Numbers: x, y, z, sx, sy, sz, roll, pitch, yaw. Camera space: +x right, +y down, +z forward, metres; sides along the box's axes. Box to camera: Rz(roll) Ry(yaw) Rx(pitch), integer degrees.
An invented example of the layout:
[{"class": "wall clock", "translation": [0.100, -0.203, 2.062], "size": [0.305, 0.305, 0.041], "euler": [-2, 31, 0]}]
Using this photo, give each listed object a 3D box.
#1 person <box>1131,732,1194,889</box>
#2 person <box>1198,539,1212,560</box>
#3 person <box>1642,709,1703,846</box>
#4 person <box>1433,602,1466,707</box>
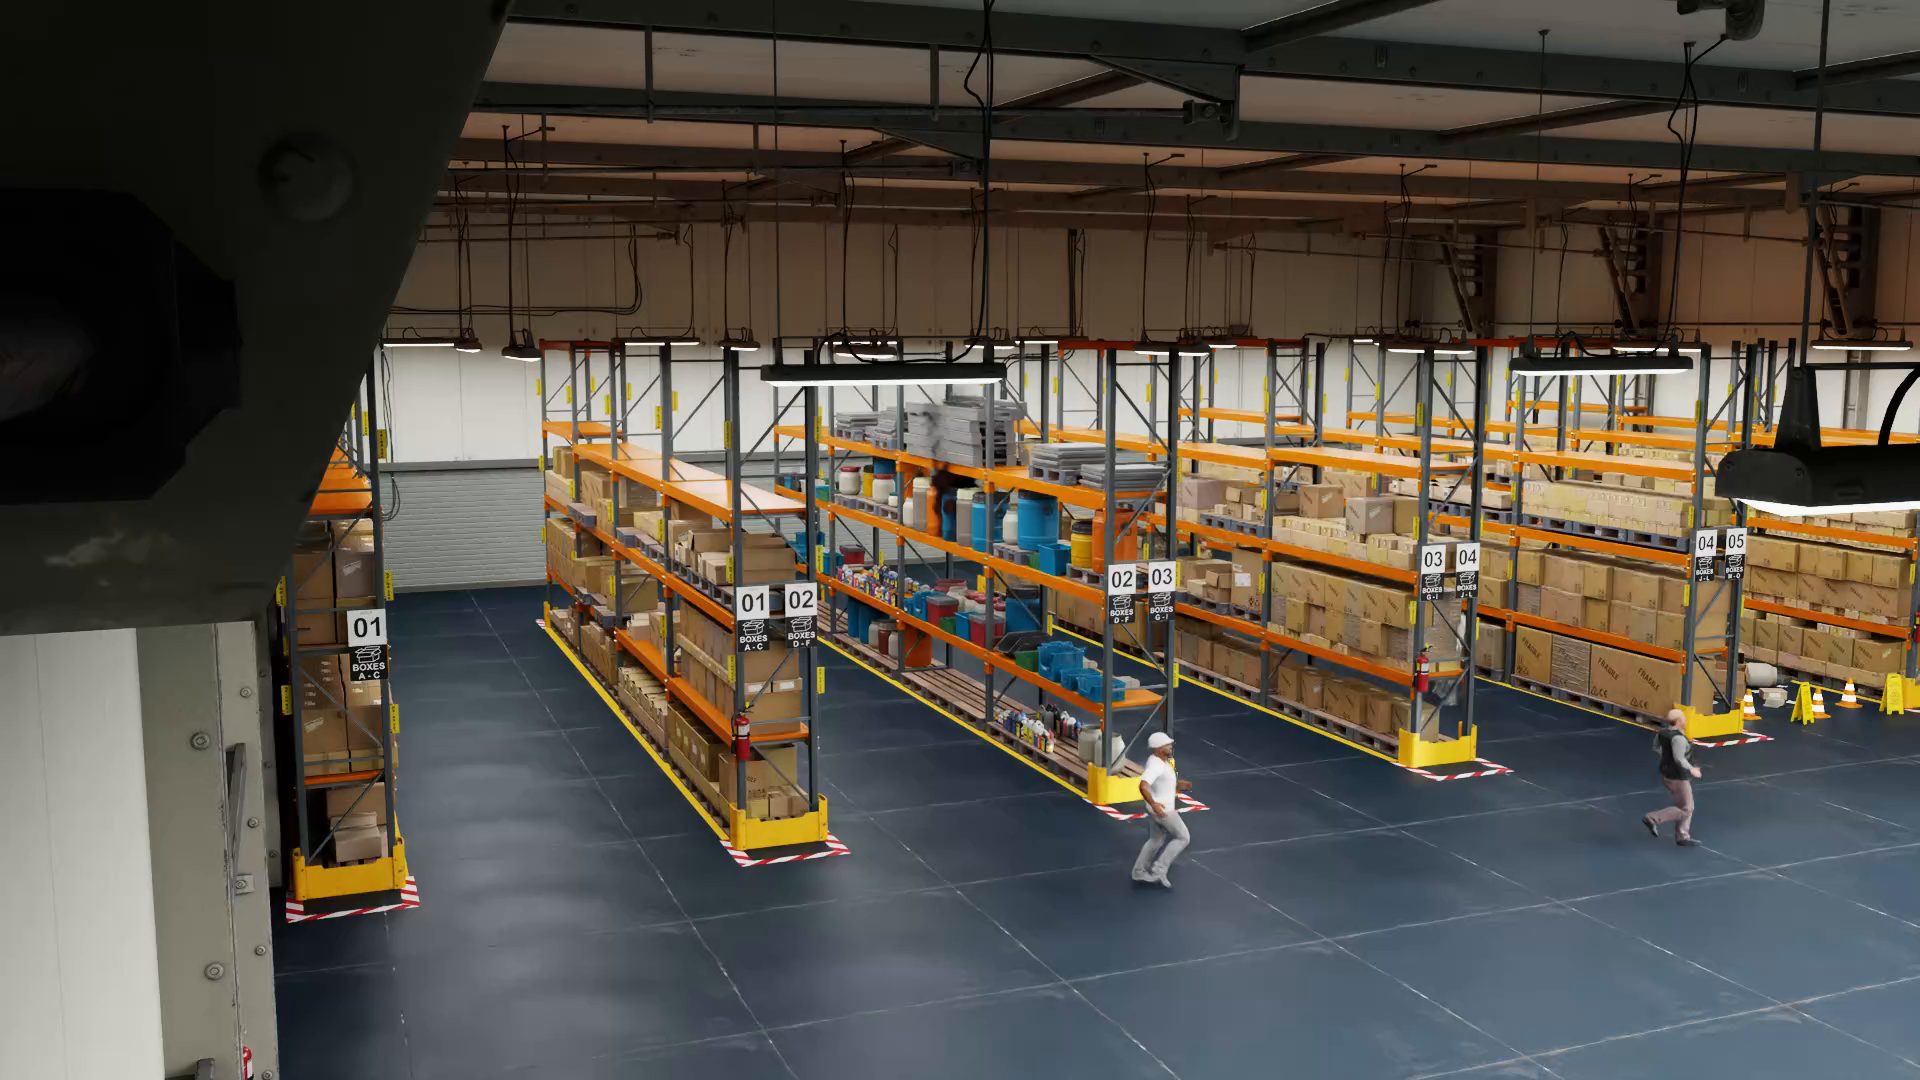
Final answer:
[{"class": "person", "translation": [2.290, 3.035, 18.715], "size": [0.697, 1.769, 0.674], "euler": [0, 7, -2]}, {"class": "person", "translation": [5.302, 0.769, 36.789], "size": [0.606, 1.637, 0.708], "euler": [-3, 8, -22]}, {"class": "person", "translation": [8.642, 2.881, 20.147], "size": [0.762, 1.688, 0.675], "euler": [0, 7, 1]}, {"class": "person", "translation": [8.237, 1.852, 27.811], "size": [0.662, 1.839, 0.778], "euler": [-5, 9, -33]}]
